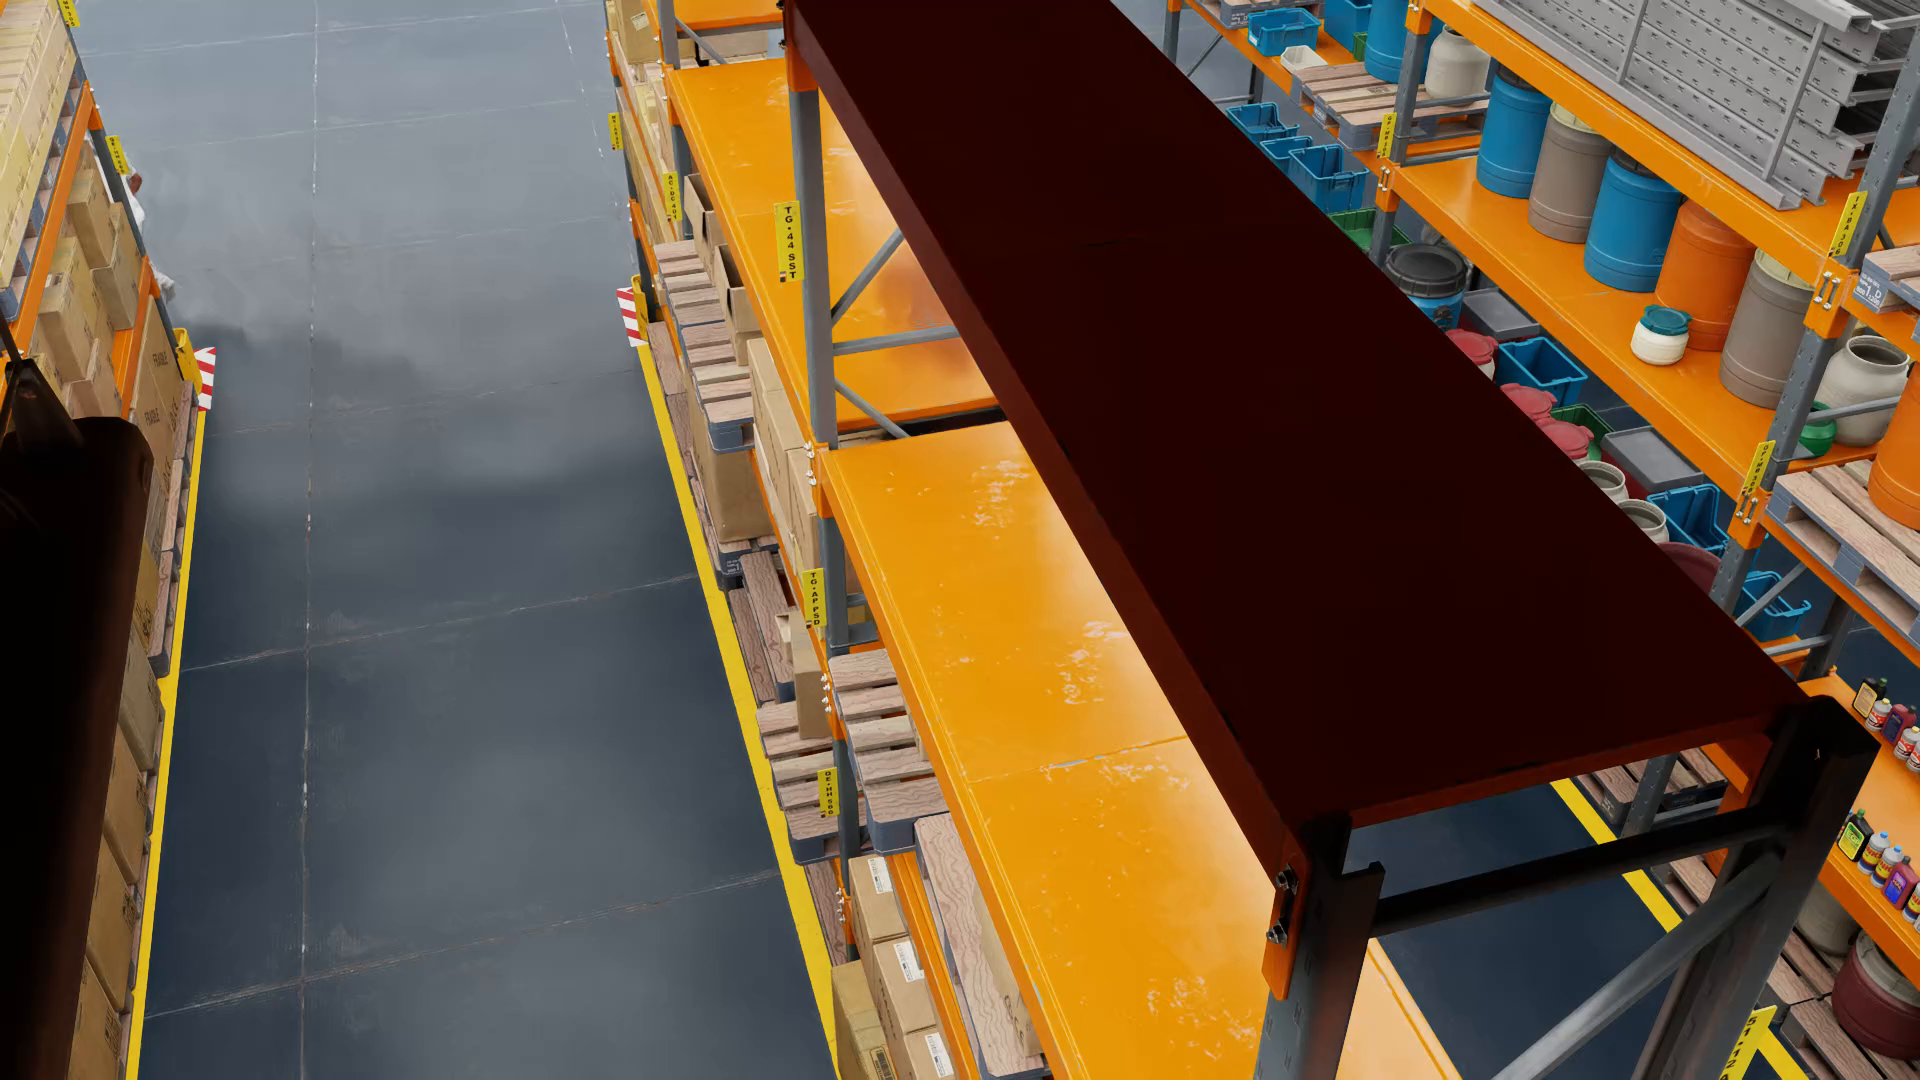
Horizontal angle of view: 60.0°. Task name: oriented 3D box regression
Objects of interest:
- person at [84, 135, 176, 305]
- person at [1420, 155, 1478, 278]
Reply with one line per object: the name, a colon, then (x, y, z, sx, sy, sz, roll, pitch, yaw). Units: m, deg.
person: (-7.522, -2.830, 15.030, 0.890, 1.726, 0.653, 20, 42, 23)
person: (4.550, -3.064, 15.359, 0.611, 1.654, 0.609, 30, 47, 32)
